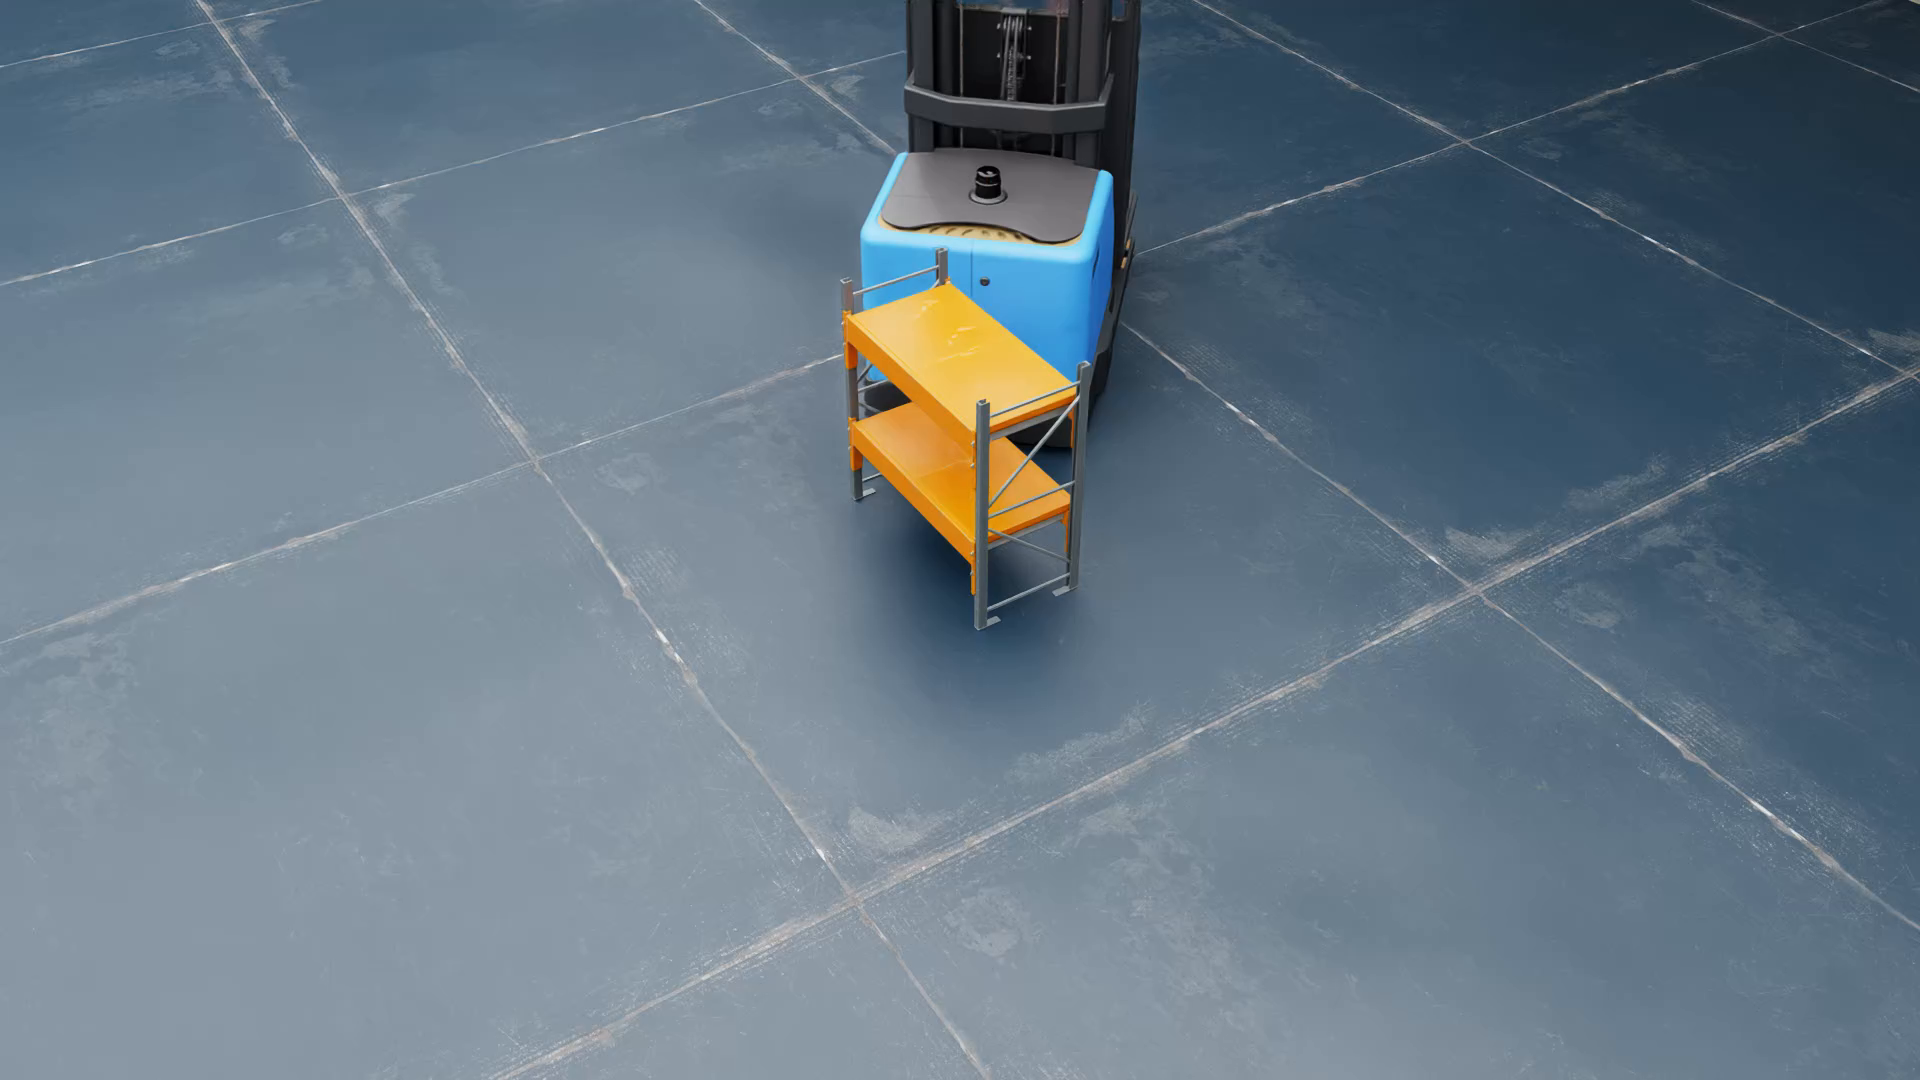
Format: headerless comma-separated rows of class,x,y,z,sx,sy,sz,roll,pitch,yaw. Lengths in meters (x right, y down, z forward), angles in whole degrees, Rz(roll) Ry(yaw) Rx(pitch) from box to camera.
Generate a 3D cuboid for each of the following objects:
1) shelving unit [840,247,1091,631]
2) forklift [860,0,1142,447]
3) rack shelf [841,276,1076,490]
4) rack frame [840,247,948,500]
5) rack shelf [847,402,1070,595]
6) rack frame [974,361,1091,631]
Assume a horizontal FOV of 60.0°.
shelving unit,0.004,-0.428,6.886,0.538,1.125,1.048,-22,45,-24
forklift,0.337,-2.500,7.961,1.130,2.935,3.031,7,40,8
rack shelf,0.004,-0.653,6.698,0.538,0.278,1.000,-22,45,-24
rack frame,-0.270,-0.703,7.215,0.500,1.125,0.032,-22,45,-24
rack shelf,0.004,-0.241,7.042,0.538,0.278,1.000,-22,45,-24
rack frame,0.277,-0.154,6.556,0.500,1.125,0.032,-22,45,-24
